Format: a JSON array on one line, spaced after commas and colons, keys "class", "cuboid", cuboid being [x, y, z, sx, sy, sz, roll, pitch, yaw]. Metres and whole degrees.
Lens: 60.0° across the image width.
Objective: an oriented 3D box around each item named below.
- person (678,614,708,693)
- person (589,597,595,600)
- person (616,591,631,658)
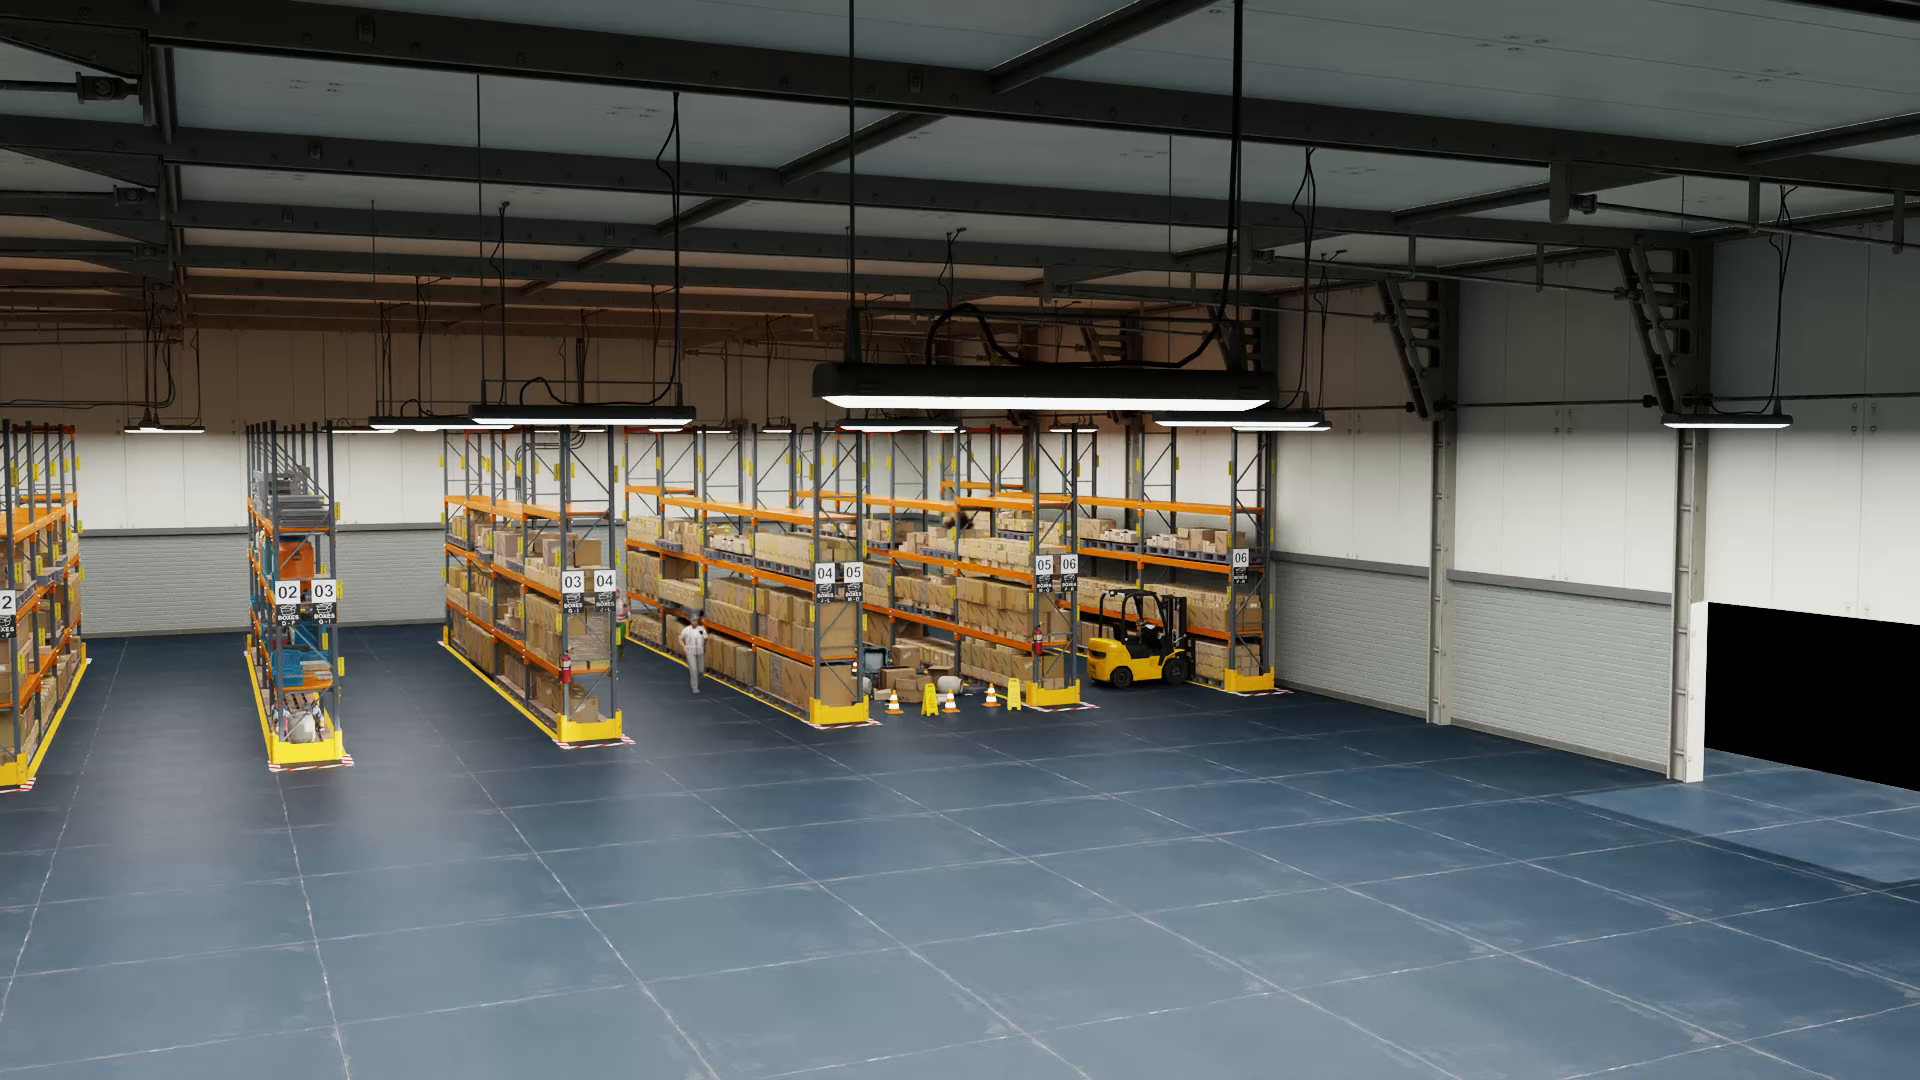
[{"class": "person", "cuboid": [-5.956, 2.518, 37.260, 0.675, 1.746, 0.821, -2, 4, -24]}, {"class": "person", "cuboid": [-10.616, 1.969, 47.029, 0.680, 1.640, 0.603, 0, 4, -1]}, {"class": "person", "cuboid": [-8.826, 2.145, 42.921, 0.675, 1.709, 1.051, -1, 4, -16]}]
